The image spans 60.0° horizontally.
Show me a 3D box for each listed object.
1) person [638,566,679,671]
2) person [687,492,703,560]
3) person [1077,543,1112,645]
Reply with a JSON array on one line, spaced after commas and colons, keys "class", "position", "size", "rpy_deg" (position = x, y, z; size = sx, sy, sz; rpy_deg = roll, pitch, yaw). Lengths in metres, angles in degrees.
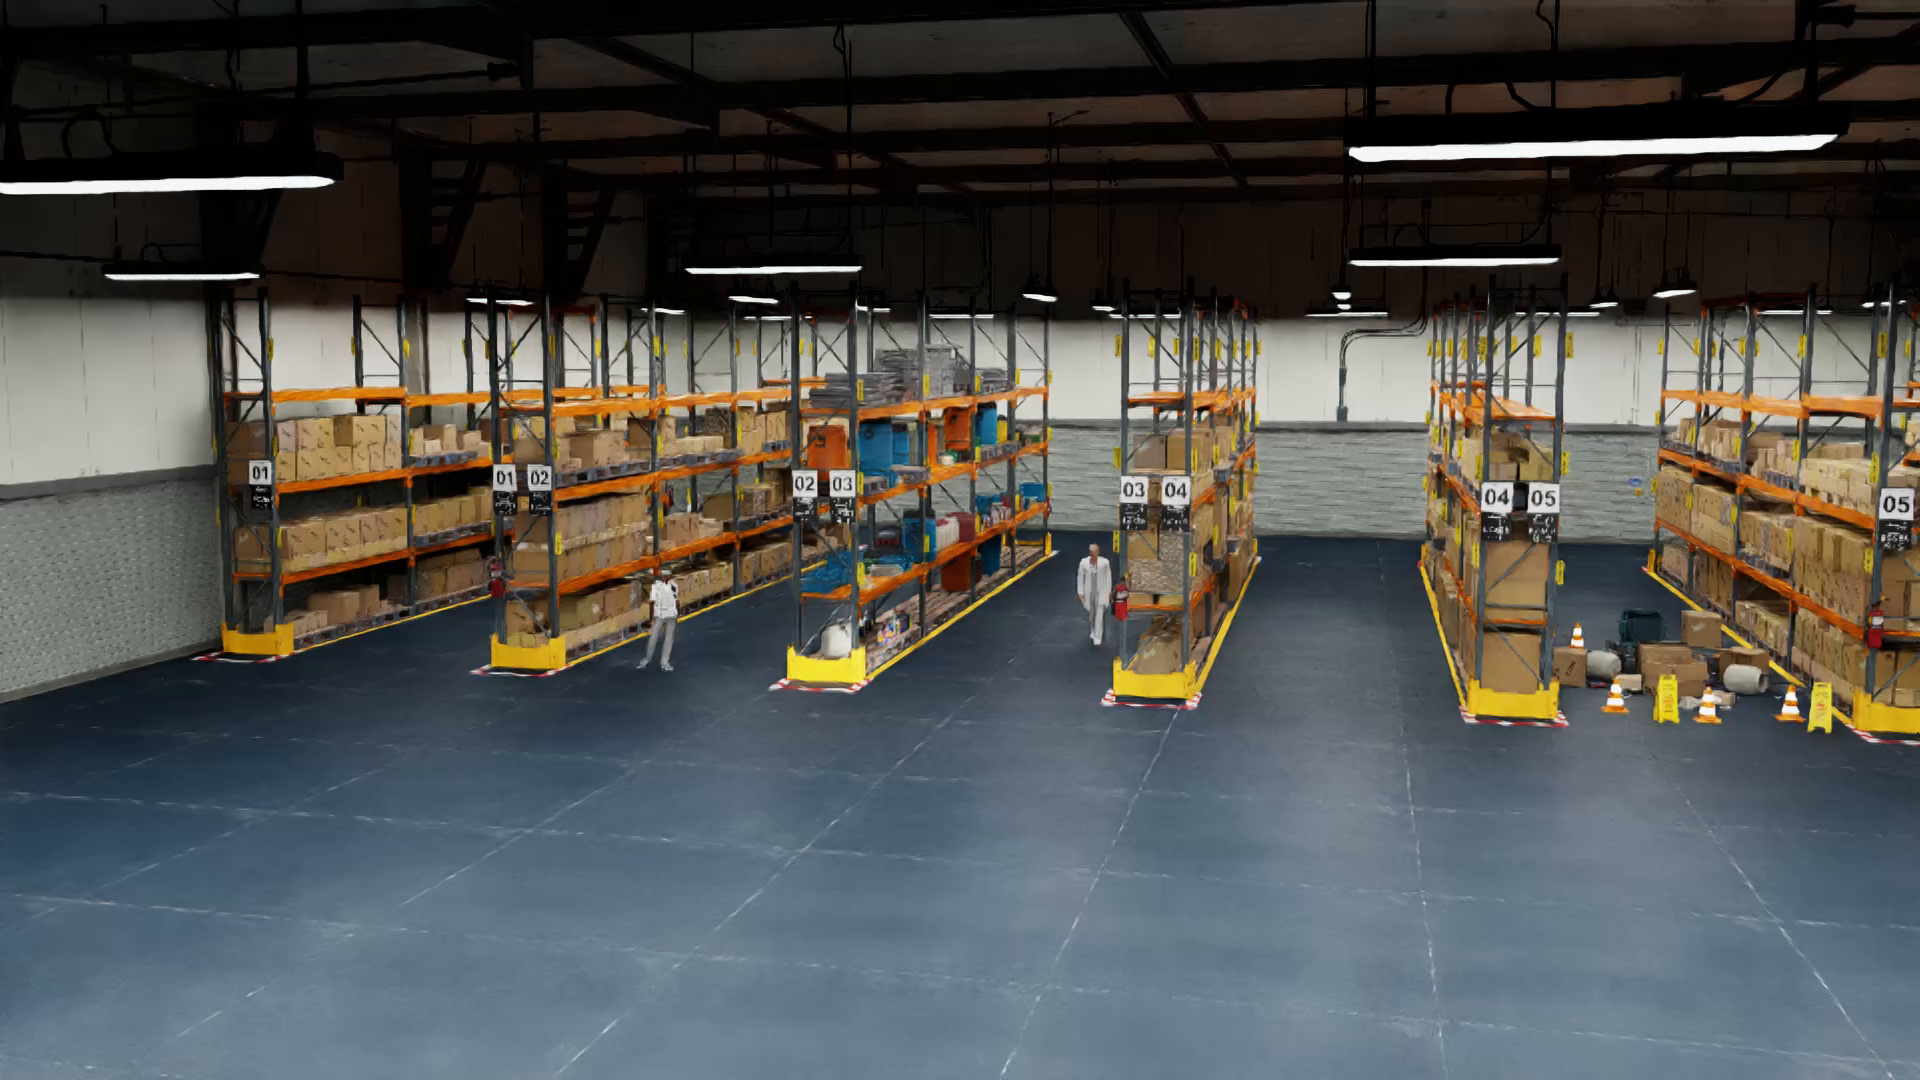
[{"class": "person", "position": [-4.693, 1.211, 25.865], "size": [0.628, 1.659, 0.501], "rpy_deg": [-3, 7, -28]}, {"class": "person", "position": [-5.987, -0.233, 37.805], "size": [0.450, 1.776, 0.584], "rpy_deg": [-2, 7, -16]}, {"class": "person", "position": [2.280, 0.892, 28.271], "size": [0.599, 1.696, 1.175], "rpy_deg": [2, 7, 16]}]
